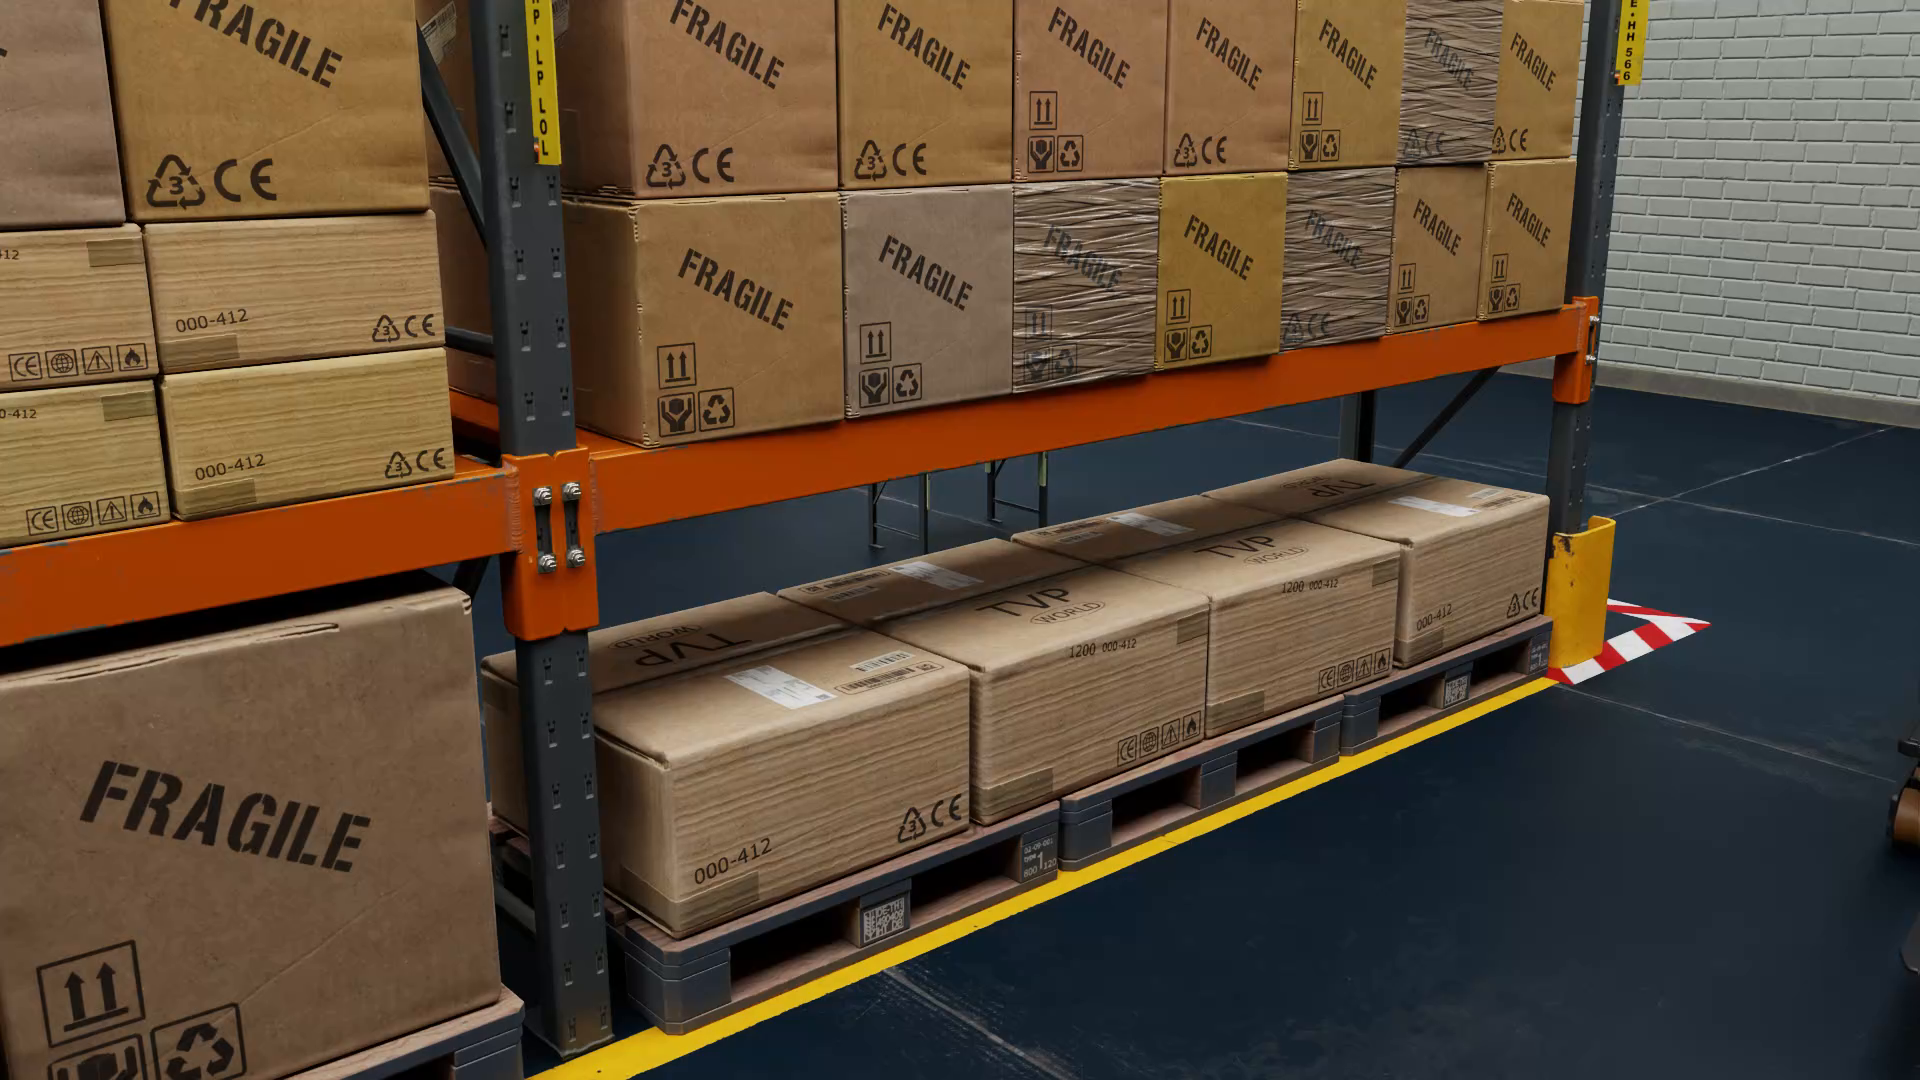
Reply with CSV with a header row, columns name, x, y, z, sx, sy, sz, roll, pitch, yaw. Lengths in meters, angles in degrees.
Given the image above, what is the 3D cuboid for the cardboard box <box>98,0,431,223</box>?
name,x,y,z,sx,sy,sz,roll,pitch,yaw
cardboard box,-1.303,-0.845,2.969,0.500,0.500,0.500,-12,19,-38

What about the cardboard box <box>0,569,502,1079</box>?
name,x,y,z,sx,sy,sz,roll,pitch,yaw
cardboard box,-1.546,0.506,3.346,0.875,0.875,0.875,-12,19,-38

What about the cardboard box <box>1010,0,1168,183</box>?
name,x,y,z,sx,sy,sz,roll,pitch,yaw
cardboard box,0.167,-1.172,4.193,0.500,0.500,0.500,-12,19,-38

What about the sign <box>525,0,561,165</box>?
name,x,y,z,sx,sy,sz,roll,pitch,yaw
sign,-0.767,-0.855,3.049,0.005,0.325,0.100,-13,19,-39

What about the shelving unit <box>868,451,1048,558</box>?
name,x,y,z,sx,sy,sz,roll,pitch,yaw
shelving unit,-0.005,-0.723,7.552,0.755,1.500,0.431,-13,19,-39

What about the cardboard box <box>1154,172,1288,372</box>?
name,x,y,z,sx,sy,sz,roll,pitch,yaw
cardboard box,0.546,-0.770,4.625,0.500,0.500,0.500,-12,19,-38

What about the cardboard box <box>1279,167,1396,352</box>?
name,x,y,z,sx,sy,sz,roll,pitch,yaw
cardboard box,0.927,-0.860,4.962,0.500,0.500,0.500,-12,19,-38

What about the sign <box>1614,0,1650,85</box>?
name,x,y,z,sx,sy,sz,roll,pitch,yaw
sign,2.233,-1.681,5.530,0.005,0.325,0.100,-13,19,-39

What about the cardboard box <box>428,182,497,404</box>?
name,x,y,z,sx,sy,sz,roll,pitch,yaw
cardboard box,-0.948,-0.615,4.045,0.500,0.500,0.500,-12,19,-39

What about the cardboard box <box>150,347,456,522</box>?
name,x,y,z,sx,sy,sz,roll,pitch,yaw
cardboard box,-1.303,-0.240,3.128,0.500,0.250,0.500,-13,20,-41

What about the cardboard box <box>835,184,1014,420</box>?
name,x,y,z,sx,sy,sz,roll,pitch,yaw
cardboard box,-0.222,-0.599,3.987,0.500,0.500,0.500,-12,19,-39

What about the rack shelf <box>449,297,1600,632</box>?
name,x,y,z,sx,sy,sz,roll,pitch,yaw
rack shelf,0.378,-0.429,4.938,4.000,0.370,1.077,-13,19,-39

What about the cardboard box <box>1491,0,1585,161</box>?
name,x,y,z,sx,sy,sz,roll,pitch,yaw
cardboard box,1.680,-1.519,5.493,0.500,0.500,0.500,-12,19,-38

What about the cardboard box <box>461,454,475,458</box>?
name,x,y,z,sx,sy,sz,roll,pitch,yaw
cardboard box,-2.630,-0.524,8.612,0.250,0.149,0.380,-12,19,-38

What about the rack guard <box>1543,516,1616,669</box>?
name,x,y,z,sx,sy,sz,roll,pitch,yaw
rack guard,1.905,0.088,6.452,0.348,0.500,1.175,-13,19,-39

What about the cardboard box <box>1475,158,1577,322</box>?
name,x,y,z,sx,sy,sz,roll,pitch,yaw
cardboard box,1.697,-1.031,5.602,0.500,0.500,0.500,-13,19,-39

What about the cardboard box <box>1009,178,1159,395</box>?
name,x,y,z,sx,sy,sz,roll,pitch,yaw
cardboard box,0.157,-0.682,4.298,0.500,0.500,0.500,-12,19,-39

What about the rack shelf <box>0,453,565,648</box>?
name,x,y,z,sx,sy,sz,roll,pitch,yaw
rack shelf,-2.639,0.248,2.402,4.000,0.370,1.077,-13,19,-39

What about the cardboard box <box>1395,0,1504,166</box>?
name,x,y,z,sx,sy,sz,roll,pitch,yaw
cardboard box,1.305,-1.425,5.140,0.500,0.500,0.500,-13,19,-39

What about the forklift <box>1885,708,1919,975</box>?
name,x,y,z,sx,sy,sz,roll,pitch,yaw
forklift,3.194,-0.552,4.135,1.130,2.935,3.031,11,19,37

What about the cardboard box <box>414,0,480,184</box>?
name,x,y,z,sx,sy,sz,roll,pitch,yaw
cardboard box,-0.956,-1.103,3.936,0.500,0.500,0.500,-13,20,-40

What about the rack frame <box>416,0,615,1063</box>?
name,x,y,z,sx,sy,sz,roll,pitch,yaw
rack frame,-1.130,-0.438,3.577,0.127,3.000,1.000,-13,19,-39

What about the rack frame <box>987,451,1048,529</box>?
name,x,y,z,sx,sy,sz,roll,pitch,yaw
rack frame,0.271,-0.785,7.784,0.023,1.500,0.400,-13,19,-39

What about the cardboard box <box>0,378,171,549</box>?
name,x,y,z,sx,sy,sz,roll,pitch,yaw
cardboard box,-1.688,-0.154,2.806,0.500,0.250,0.500,-13,20,-40

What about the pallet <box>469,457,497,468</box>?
name,x,y,z,sx,sy,sz,roll,pitch,yaw
pallet,-3.052,-0.366,8.710,1.213,0.211,1.003,-13,19,-39

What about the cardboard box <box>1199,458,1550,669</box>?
name,x,y,z,sx,sy,sz,roll,pitch,yaw
cardboard box,1.455,0.051,5.899,0.875,0.438,0.875,-14,20,-41

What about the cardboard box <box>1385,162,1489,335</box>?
name,x,y,z,sx,sy,sz,roll,pitch,yaw
cardboard box,1.309,-0.949,5.295,0.500,0.500,0.500,-13,20,-41

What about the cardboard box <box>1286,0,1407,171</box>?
name,x,y,z,sx,sy,sz,roll,pitch,yaw
cardboard box,0.930,-1.342,4.829,0.500,0.500,0.500,-13,20,-40

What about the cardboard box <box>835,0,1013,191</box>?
name,x,y,z,sx,sy,sz,roll,pitch,yaw
cardboard box,-0.227,-1.087,3.876,0.500,0.500,0.500,-13,20,-40

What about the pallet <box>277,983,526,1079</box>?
name,x,y,z,sx,sy,sz,roll,pitch,yaw
pallet,-1.663,1.055,3.393,1.213,0.211,1.003,-13,19,-39

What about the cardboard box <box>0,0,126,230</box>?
name,x,y,z,sx,sy,sz,roll,pitch,yaw
cardboard box,-1.688,-0.756,2.635,0.500,0.500,0.500,-12,19,-38

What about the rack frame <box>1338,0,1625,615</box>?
name,x,y,z,sx,sy,sz,roll,pitch,yaw
rack frame,1.887,-1.116,6.114,0.127,3.000,1.000,-13,19,-39

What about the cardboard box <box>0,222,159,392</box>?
name,x,y,z,sx,sy,sz,roll,pitch,yaw
cardboard box,-1.676,-0.399,2.753,0.500,0.250,0.500,-12,19,-38

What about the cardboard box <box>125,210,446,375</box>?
name,x,y,z,sx,sy,sz,roll,pitch,yaw
cardboard box,-1.303,-0.485,3.075,0.500,0.250,0.500,-13,20,-39

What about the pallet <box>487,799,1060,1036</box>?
name,x,y,z,sx,sy,sz,roll,pitch,yaw
pallet,-0.505,0.796,4.362,1.213,0.211,1.003,-13,19,-39

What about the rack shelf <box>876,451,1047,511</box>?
name,x,y,z,sx,sy,sz,roll,pitch,yaw
rack shelf,-0.005,-0.408,7.636,0.720,0.370,0.431,-13,19,-39

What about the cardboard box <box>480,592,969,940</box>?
name,x,y,z,sx,sy,sz,roll,pitch,yaw
cardboard box,-0.586,0.512,4.174,0.875,0.438,0.875,-13,20,-40

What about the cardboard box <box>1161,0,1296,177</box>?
name,x,y,z,sx,sy,sz,roll,pitch,yaw
cardboard box,0.549,-1.257,4.511,0.500,0.500,0.500,-13,20,-40

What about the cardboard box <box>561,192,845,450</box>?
name,x,y,z,sx,sy,sz,roll,pitch,yaw
cardboard box,-0.604,-0.515,3.671,0.500,0.500,0.500,-12,19,-38

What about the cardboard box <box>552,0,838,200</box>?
name,x,y,z,sx,sy,sz,roll,pitch,yaw
cardboard box,-0.612,-1.003,3.561,0.500,0.500,0.500,-12,19,-39

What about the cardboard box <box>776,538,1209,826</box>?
name,x,y,z,sx,sy,sz,roll,pitch,yaw
cardboard box,0.089,0.360,4.742,0.875,0.438,0.875,-13,20,-41

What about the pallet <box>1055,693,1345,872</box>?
name,x,y,z,sx,sy,sz,roll,pitch,yaw
pallet,0.415,0.588,5.140,1.213,0.211,1.003,-13,19,-39

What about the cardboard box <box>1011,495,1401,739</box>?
name,x,y,z,sx,sy,sz,roll,pitch,yaw
cardboard box,0.770,0.207,5.312,0.875,0.438,0.875,-12,19,-38

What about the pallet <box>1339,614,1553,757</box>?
name,x,y,z,sx,sy,sz,roll,pitch,yaw
pallet,1.335,0.382,5.910,1.213,0.211,1.003,-13,19,-39

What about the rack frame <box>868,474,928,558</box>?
name,x,y,z,sx,sy,sz,roll,pitch,yaw
rack frame,-0.281,-0.661,7.320,0.023,1.500,0.400,-13,19,-39
